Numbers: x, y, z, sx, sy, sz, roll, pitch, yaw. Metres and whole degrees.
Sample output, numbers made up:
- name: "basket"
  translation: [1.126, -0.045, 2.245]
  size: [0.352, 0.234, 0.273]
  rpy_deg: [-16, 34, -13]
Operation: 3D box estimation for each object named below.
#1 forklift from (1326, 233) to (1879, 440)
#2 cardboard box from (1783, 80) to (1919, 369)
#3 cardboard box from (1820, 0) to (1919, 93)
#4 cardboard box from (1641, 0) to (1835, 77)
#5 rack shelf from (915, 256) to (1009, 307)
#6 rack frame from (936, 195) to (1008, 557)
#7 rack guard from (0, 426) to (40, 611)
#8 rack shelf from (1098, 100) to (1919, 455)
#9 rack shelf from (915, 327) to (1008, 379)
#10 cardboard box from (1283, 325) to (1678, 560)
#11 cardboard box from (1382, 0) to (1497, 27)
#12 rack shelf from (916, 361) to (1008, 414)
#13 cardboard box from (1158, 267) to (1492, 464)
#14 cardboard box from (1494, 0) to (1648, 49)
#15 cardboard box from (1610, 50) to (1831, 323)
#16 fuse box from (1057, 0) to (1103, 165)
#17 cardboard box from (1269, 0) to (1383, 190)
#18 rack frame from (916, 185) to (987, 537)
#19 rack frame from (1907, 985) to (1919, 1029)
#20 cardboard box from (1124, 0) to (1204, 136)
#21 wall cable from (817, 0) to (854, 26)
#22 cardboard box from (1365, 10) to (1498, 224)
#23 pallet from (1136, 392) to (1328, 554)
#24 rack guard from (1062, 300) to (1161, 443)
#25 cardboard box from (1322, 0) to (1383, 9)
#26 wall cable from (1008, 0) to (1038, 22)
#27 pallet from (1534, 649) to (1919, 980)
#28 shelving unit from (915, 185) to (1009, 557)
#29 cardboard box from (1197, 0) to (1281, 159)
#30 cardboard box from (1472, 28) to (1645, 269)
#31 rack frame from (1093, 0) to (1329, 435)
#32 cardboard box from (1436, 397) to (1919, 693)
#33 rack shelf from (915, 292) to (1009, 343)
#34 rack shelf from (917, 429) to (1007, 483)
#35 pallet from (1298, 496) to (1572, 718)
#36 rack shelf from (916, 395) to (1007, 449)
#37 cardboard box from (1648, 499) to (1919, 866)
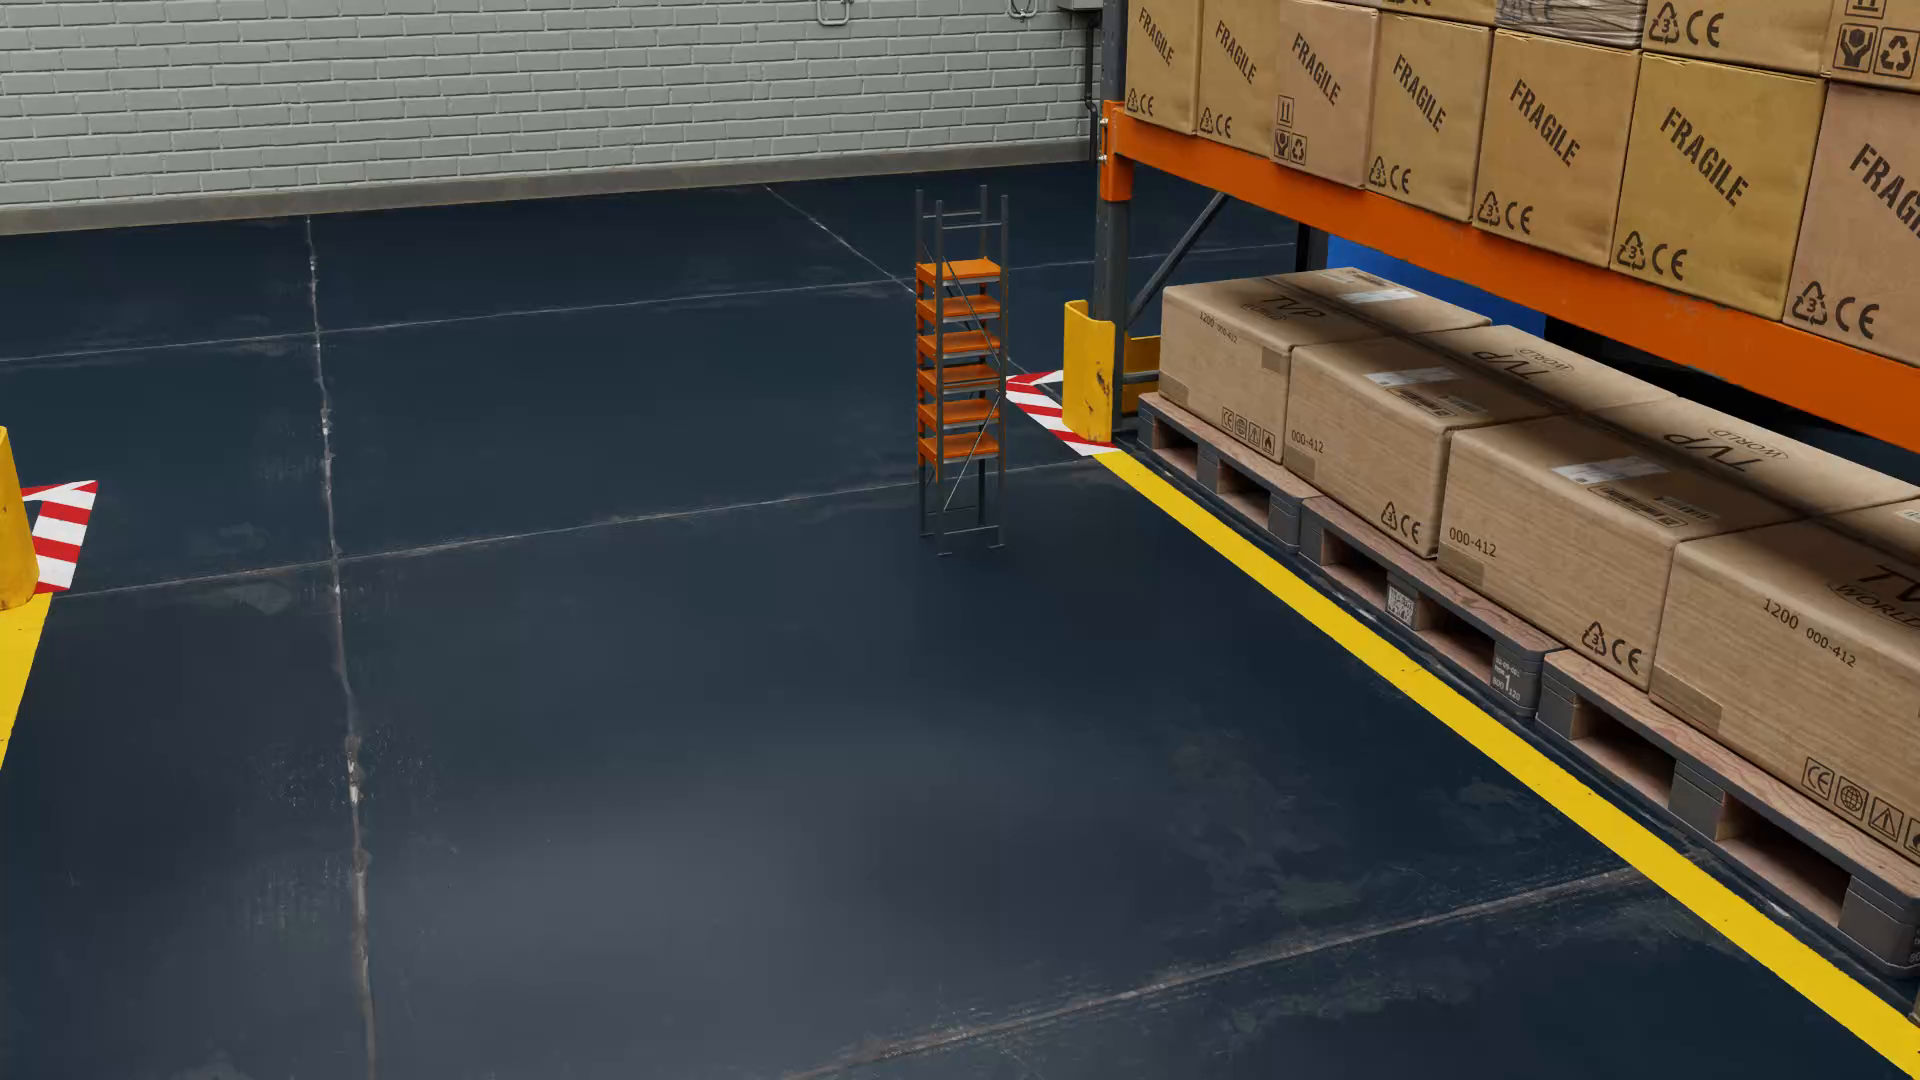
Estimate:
- name: "forklift"
  translation: [3.033, -1.861, 6.392]
  size: [3.031, 2.935, 1.130]
  rpy_deg: [18, 29, 37]
- name: "cardboard box"
  translation: [2.031, -0.623, 3.237]
  size: [0.500, 0.500, 0.500]
  rpy_deg: [-8, 24, -19]
- name: "cardboard box"
  translation: [2.009, -1.084, 3.043]
  size: [0.500, 0.500, 0.500]
  rpy_deg: [-9, 24, -19]
- name: "cardboard box"
  translation: [1.838, -1.269, 3.483]
  size: [0.500, 0.500, 0.500]
  rpy_deg: [-9, 24, -20]
- name: "rack shelf"
  translation: [0.005, -0.838, 5.382]
  size: [0.258, 0.103, 0.180]
  rpy_deg: [-8, 24, -19]
- name: "rack frame"
  translation: [0.037, -0.514, 5.426]
  size: [0.240, 1.200, 0.006]
  rpy_deg: [-8, 24, -19]
- name: "rack guard"
  translation: [-3.547, -0.001, 5.109]
  size: [1.175, 0.500, 0.348]
  rpy_deg: [-8, 24, -19]
- name: "rack shelf"
  translation: [1.728, -0.838, 4.803]
  size: [1.077, 0.370, 4.000]
  rpy_deg: [-8, 24, -19]
- name: "rack shelf"
  translation: [0.005, -0.617, 5.475]
  size: [0.258, 0.103, 0.180]
  rpy_deg: [-8, 24, -19]
- name: "cardboard box"
  translation: [1.679, -0.352, 5.481]
  size: [0.875, 0.438, 0.875]
  rpy_deg: [-8, 24, -18]
- name: "cardboard box"
  translation: [1.480, -1.636, 4.354]
  size: [0.500, 0.500, 0.500]
  rpy_deg: [-8, 24, -19]
- name: "rack shelf"
  translation: [0.005, -0.507, 5.522]
  size: [0.258, 0.103, 0.180]
  rpy_deg: [-8, 24, -19]
- name: "cardboard box"
  translation: [1.348, -0.683, 6.267]
  size: [0.875, 0.438, 0.875]
  rpy_deg: [-9, 25, -21]
- name: "cardboard box"
  translation: [1.649, -1.453, 3.919]
  size: [0.500, 0.500, 0.500]
  rpy_deg: [-8, 24, -18]
- name: "cardboard box"
  translation: [1.844, -0.809, 3.678]
  size: [0.500, 0.500, 0.500]
  rpy_deg: [-9, 24, -20]
- name: "fuse box"
  translation: [1.024, -3.584, 12.050]
  size: [0.539, 1.711, 0.414]
  rpy_deg: [-8, 24, -19]
- name: "cardboard box"
  translation: [1.290, -1.362, 4.990]
  size: [0.500, 0.500, 0.500]
  rpy_deg: [-8, 24, -19]
- name: "rack frame"
  translation: [-0.027, -0.581, 5.583]
  size: [0.240, 1.200, 0.006]
  rpy_deg: [-8, 24, -19]
- name: "rack frame"
  translation: [2.434, -0.443, 2.939]
  size: [1.000, 3.000, 0.127]
  rpy_deg: [-8, 24, -19]
- name: "cardboard box"
  translation: [0.922, -1.729, 5.861]
  size: [0.500, 0.500, 0.500]
  rpy_deg: [-9, 24, -19]
- name: "wall cable"
  translation: [-0.993, -4.425, 11.038]
  size: [0.585, 1.953, 0.123]
  rpy_deg: [-8, 24, -19]
- name: "cardboard box"
  translation: [1.482, -1.182, 4.563]
  size: [0.500, 0.500, 0.500]
  rpy_deg: [-8, 24, -17]
- name: "pallet"
  translation: [1.377, -0.332, 6.266]
  size: [1.003, 0.211, 1.213]
  rpy_deg: [-8, 24, -19]
- name: "rack guard"
  translation: [1.013, -0.753, 6.894]
  size: [1.175, 0.500, 0.348]
  rpy_deg: [-8, 24, -19]
- name: "cardboard box"
  translation: [1.302, -1.817, 4.783]
  size: [0.500, 0.500, 0.500]
  rpy_deg: [-9, 24, -19]
- name: "wall cable"
  translation: [0.330, -4.609, 11.516]
  size: [0.588, 1.984, 0.122]
  rpy_deg: [-8, 24, -19]
- name: "pallet"
  translation: [2.239, 0.555, 4.162]
  size: [1.003, 0.211, 1.213]
  rpy_deg: [-8, 24, -19]
- name: "shelving unit"
  translation: [0.005, -0.548, 5.504]
  size: [0.258, 1.200, 0.189]
  rpy_deg: [-8, 24, -19]
- name: "cardboard box"
  translation: [1.127, -1.549, 5.434]
  size: [0.500, 0.500, 0.500]
  rpy_deg: [-9, 24, -20]
- name: "cardboard box"
  translation: [1.653, -0.990, 4.107]
  size: [0.500, 0.500, 0.500]
  rpy_deg: [-9, 24, -20]
- name: "rack frame"
  translation: [1.021, -1.897, 6.388]
  size: [1.000, 3.000, 0.127]
  rpy_deg: [-8, 24, -19]
- name: "cardboard box"
  translation: [1.996, -0.024, 4.703]
  size: [0.875, 0.438, 0.875]
  rpy_deg: [-9, 25, -21]
- name: "rack shelf"
  translation: [0.005, -0.728, 5.429]
  size: [0.258, 0.103, 0.180]
  rpy_deg: [-8, 24, -19]
- name: "rack shelf"
  translation: [0.005, -0.286, 5.615]
  size: [0.258, 0.103, 0.180]
  rpy_deg: [-8, 24, -19]
- name: "pallet"
  translation: [1.804, 0.111, 5.216]
  size: [1.003, 0.211, 1.213]
  rpy_deg: [-8, 24, -19]
- name: "rack shelf"
  translation: [0.005, -0.396, 5.568]
  size: [0.258, 0.103, 0.180]
  rpy_deg: [-8, 24, -19]
- name: "cardboard box"
  translation: [2.313, 0.301, 3.932]
  size: [0.875, 0.438, 0.875]
  rpy_deg: [-9, 24, -20]
